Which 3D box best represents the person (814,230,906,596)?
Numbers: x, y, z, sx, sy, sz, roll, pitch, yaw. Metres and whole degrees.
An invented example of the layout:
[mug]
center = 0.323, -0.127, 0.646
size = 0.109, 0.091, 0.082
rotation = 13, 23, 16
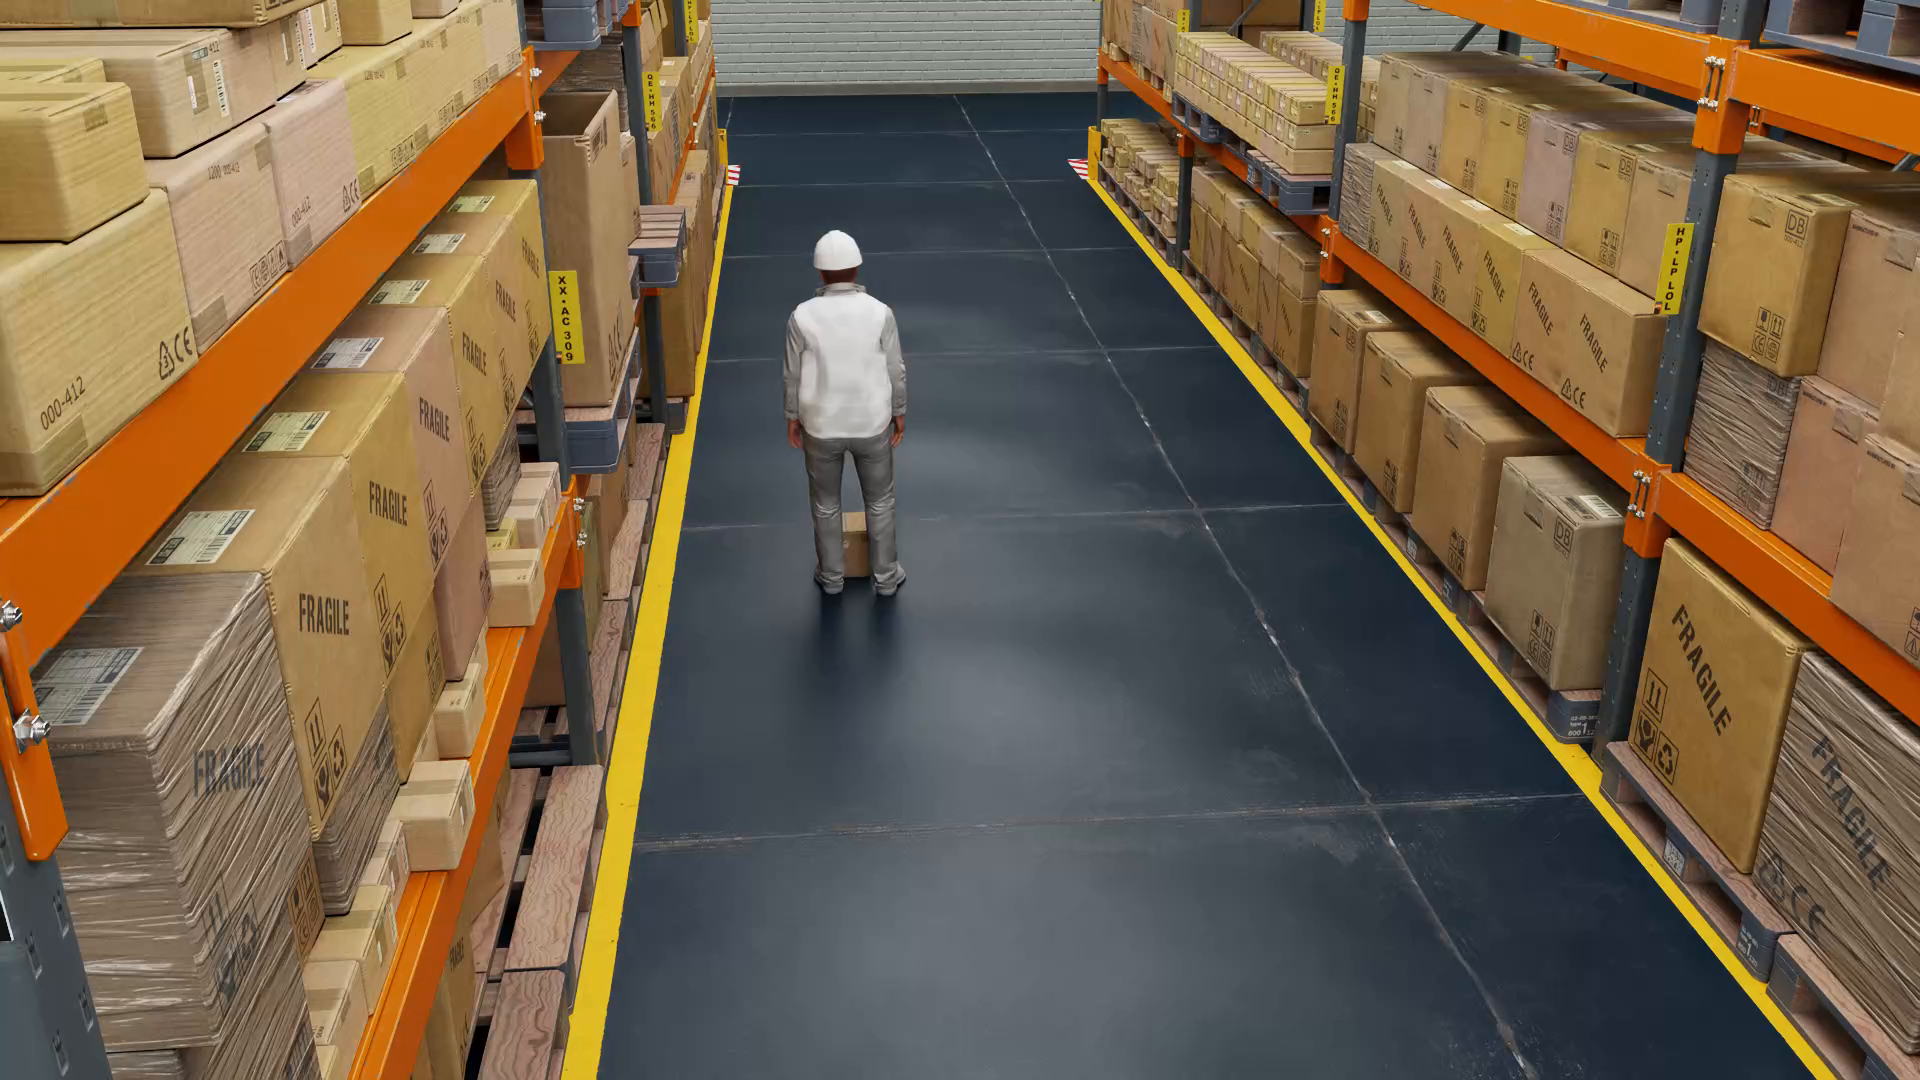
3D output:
[person]
center = -3.850, -2.229, 6.627
size = 7.240, 5.808, 11.415
rotation = -2, 24, -5
